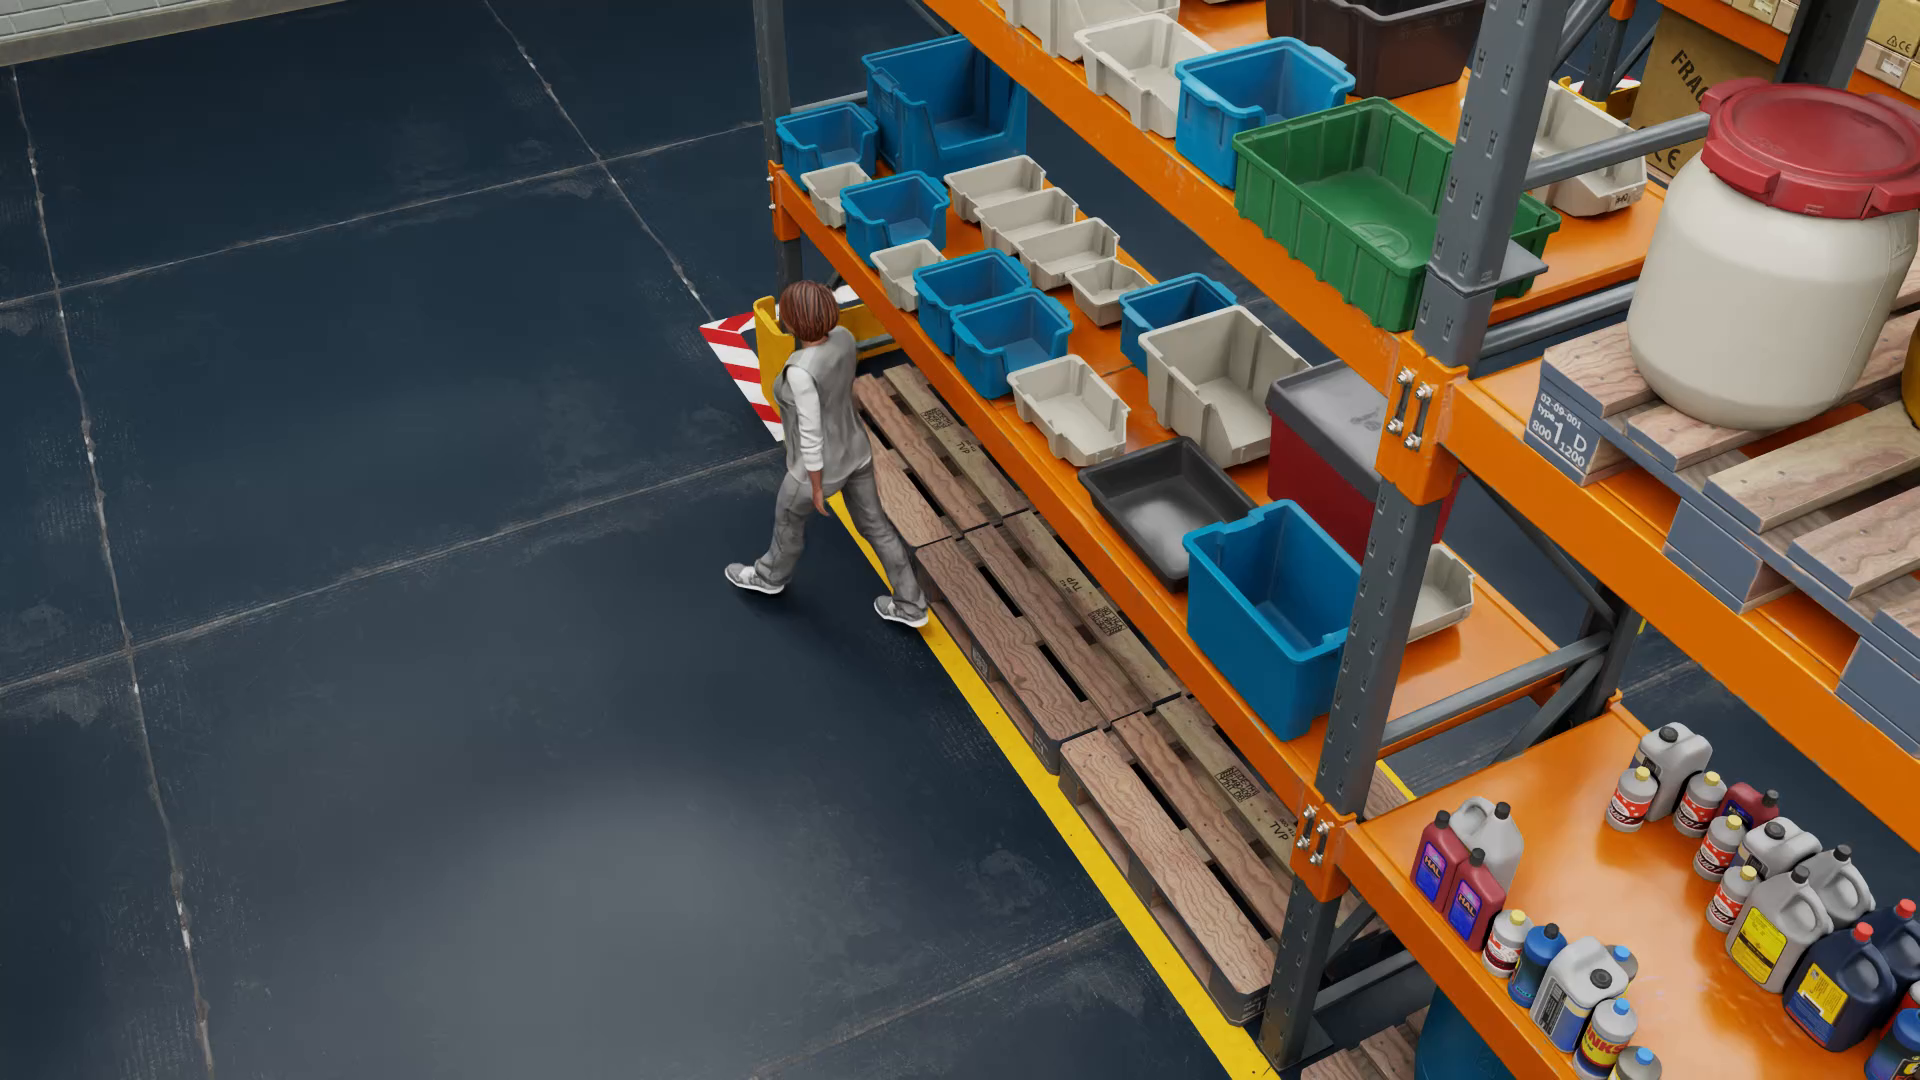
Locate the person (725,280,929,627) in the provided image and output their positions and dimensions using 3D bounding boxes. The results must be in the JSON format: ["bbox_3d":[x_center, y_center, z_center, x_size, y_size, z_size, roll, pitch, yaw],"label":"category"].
[{"bbox_3d":[-0.536,-0.334,6.516,0.921,1.538,0.417,24,47,25],"label":"person"}]
